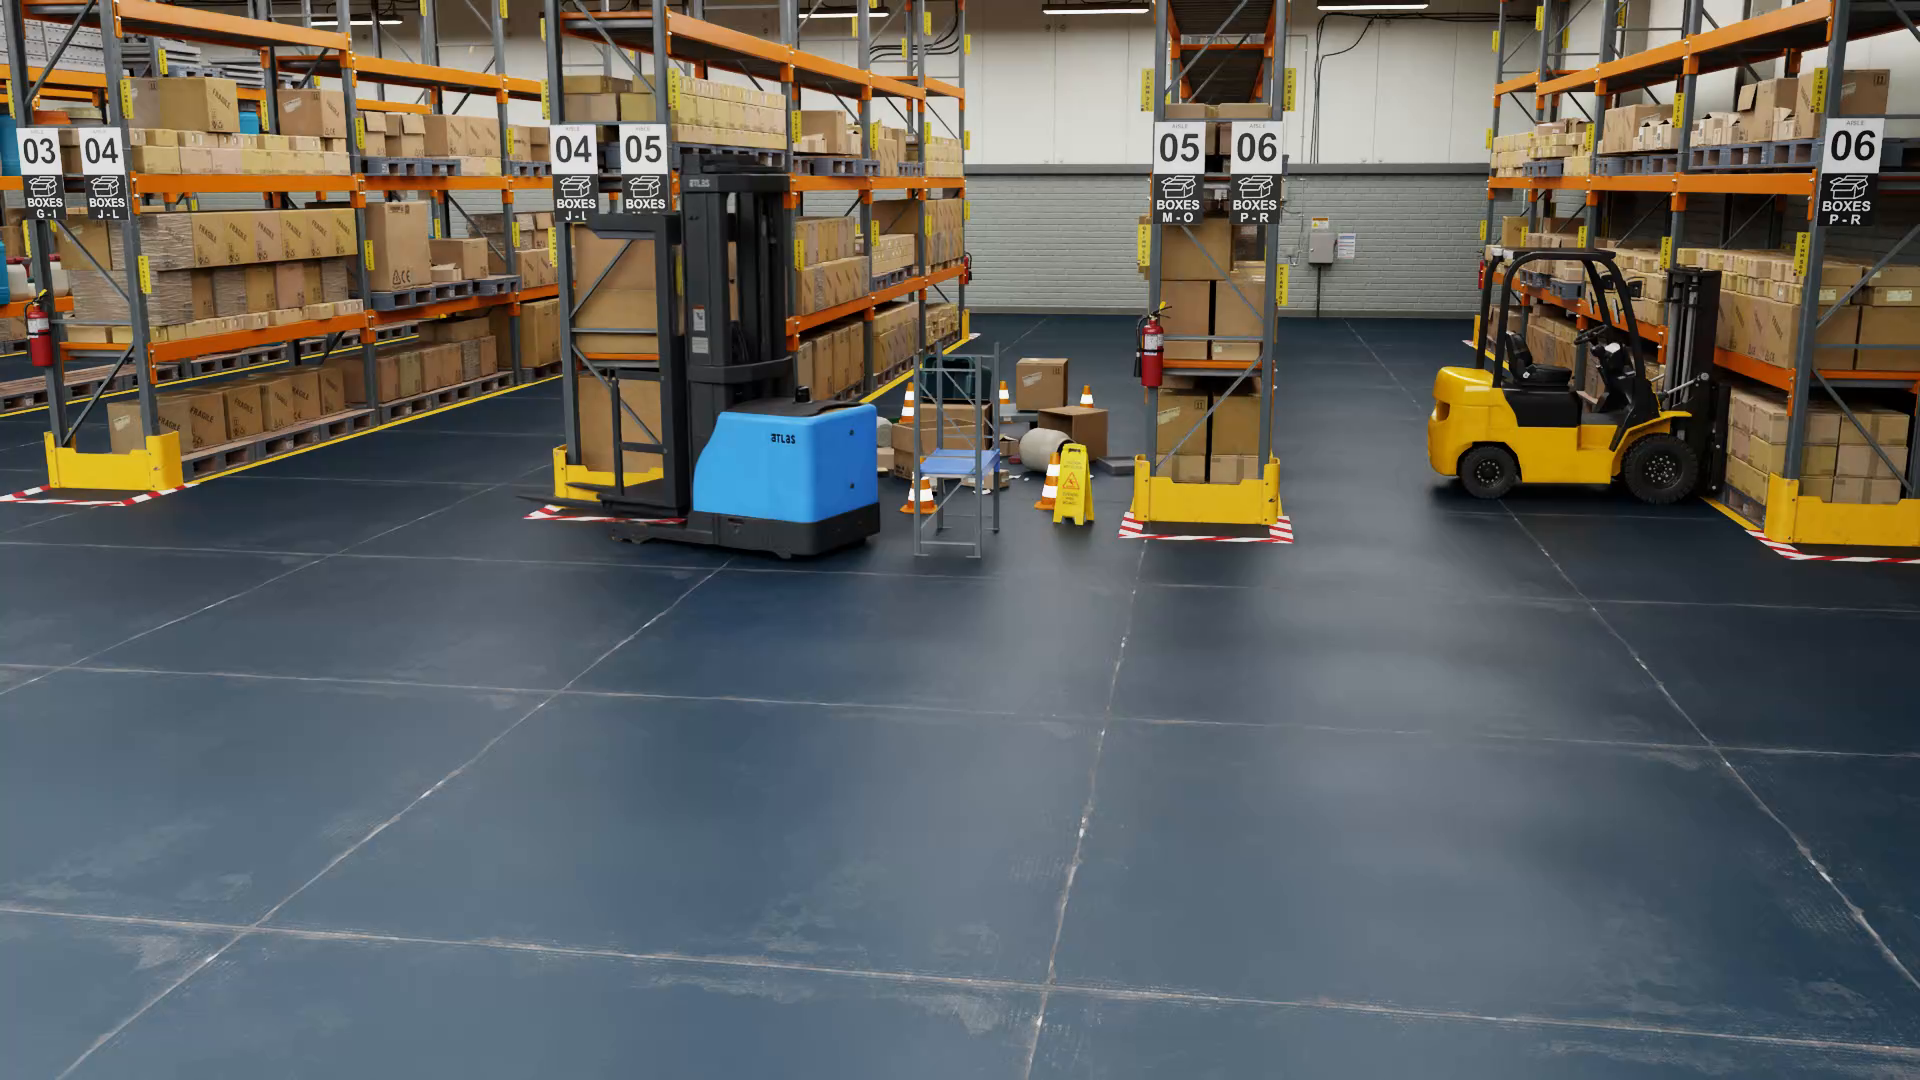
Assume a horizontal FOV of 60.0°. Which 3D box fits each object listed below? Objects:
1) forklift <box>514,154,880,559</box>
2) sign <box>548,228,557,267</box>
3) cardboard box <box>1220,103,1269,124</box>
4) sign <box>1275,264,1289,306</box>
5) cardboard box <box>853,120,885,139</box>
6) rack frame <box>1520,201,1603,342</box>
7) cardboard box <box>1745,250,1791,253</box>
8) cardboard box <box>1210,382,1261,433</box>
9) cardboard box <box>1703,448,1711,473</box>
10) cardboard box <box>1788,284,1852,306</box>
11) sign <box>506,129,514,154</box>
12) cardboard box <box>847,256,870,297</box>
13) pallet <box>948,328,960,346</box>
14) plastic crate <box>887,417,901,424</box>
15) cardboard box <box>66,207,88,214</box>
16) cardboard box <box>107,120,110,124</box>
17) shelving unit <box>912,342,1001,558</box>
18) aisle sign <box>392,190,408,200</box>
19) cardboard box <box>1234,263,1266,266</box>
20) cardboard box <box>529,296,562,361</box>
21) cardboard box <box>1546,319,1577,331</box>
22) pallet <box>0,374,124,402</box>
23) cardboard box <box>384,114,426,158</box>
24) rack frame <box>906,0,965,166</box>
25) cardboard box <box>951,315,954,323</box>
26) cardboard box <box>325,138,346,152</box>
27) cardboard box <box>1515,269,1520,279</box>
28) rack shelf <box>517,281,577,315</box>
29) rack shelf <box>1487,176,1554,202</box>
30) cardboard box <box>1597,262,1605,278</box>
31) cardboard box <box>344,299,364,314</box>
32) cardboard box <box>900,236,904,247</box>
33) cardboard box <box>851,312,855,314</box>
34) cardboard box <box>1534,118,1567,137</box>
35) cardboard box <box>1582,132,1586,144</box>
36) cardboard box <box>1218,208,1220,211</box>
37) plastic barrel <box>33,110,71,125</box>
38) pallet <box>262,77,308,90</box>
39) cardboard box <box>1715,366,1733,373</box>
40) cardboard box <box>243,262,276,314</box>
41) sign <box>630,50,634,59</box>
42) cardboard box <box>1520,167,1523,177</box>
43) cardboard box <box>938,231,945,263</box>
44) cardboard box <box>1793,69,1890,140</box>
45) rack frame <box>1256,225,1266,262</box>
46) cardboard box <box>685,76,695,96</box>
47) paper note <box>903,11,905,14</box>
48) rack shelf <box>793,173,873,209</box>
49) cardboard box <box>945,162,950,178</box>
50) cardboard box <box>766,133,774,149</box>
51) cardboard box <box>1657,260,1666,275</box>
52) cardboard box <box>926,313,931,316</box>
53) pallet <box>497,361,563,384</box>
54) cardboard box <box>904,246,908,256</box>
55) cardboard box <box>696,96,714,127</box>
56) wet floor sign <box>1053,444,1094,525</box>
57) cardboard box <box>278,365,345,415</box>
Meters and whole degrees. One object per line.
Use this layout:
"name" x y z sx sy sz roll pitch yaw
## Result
"forklift" -2.169 -1.492 12.957 3.031 2.935 1.130 6 14 27
"sign" -3.416 -2.469 14.017 0.100 0.325 0.005 2 12 9
"cardboard box" 2.281 -3.428 13.361 0.380 0.149 0.250 2 12 8
"sign" 2.561 -2.033 13.250 0.100 0.325 0.005 2 12 9
"cardboard box" -1.238 -5.558 22.489 0.396 0.266 0.258 2 12 9
"rack frame" 8.775 -3.965 24.271 1.000 3.000 0.127 2 12 9
"cardboard box" 7.715 -2.684 15.843 0.380 0.149 0.250 2 12 7
"cardboard box" 2.501 -1.128 14.855 0.500 0.500 0.500 1 12 7
"cardboard box" 6.919 -0.752 14.892 0.500 0.250 0.500 2 12 10
"cardboard box" 6.706 -1.914 12.978 0.380 0.149 0.250 2 12 9
"sign" -6.001 -5.314 22.186 0.100 0.325 0.005 2 12 9
"cardboard box" -1.456 -3.378 21.310 0.500 0.500 0.500 2 12 9
"pallet" -0.593 -3.550 28.965 1.003 0.211 1.213 2 12 9
"plastic crate" -0.999 -1.174 17.858 0.450 0.188 0.662 -3 8 40
"cardboard box" -15.280 -5.502 28.792 0.500 0.500 0.500 1 12 7
"cardboard box" -15.458 -7.187 29.491 0.700 0.500 0.500 2 12 9
"shelving unit" -0.013 -0.715 12.753 0.538 1.500 1.048 2 12 9
"aisle sign" -10.483 -6.735 30.952 0.394 0.787 0.004 2 12 9
"cardboard box" 2.745 -2.446 16.279 0.500 0.500 0.500 2 12 11
"cardboard box" -6.266 -3.108 24.343 1.225 0.875 0.875 2 12 9
"cardboard box" 8.359 -2.977 23.084 0.380 0.149 0.250 2 12 9
"pallet" -11.779 -1.997 21.761 1.003 0.211 1.213 2 12 9
"cardboard box" -6.838 -4.794 19.754 0.797 0.503 0.637 2 12 11
"rack frame" -0.421 -8.030 28.892 1.000 3.000 0.127 2 12 9
"cardboard box" -0.299 -3.827 28.694 0.380 0.149 0.250 1 12 6
"cardboard box" -6.917 -4.292 18.076 0.380 0.149 0.250 2 12 10
"cardboard box" 8.610 -4.026 25.153 0.380 0.149 0.250 2 12 10
"rack shelf" -6.230 -3.678 24.647 1.077 0.370 4.000 2 12 9
"rack shelf" 9.083 -5.496 25.962 1.077 0.370 4.000 2 12 9
"cardboard box" 7.772 -3.115 19.495 0.500 0.250 0.500 2 12 10
"cardboard box" -6.895 -2.604 18.551 0.380 0.149 0.250 2 12 9
"cardboard box" -1.028 -4.383 24.400 0.380 0.149 0.250 2 12 8
"cardboard box" -1.739 -3.038 23.126 0.500 0.250 0.500 2 12 9
"cardboard box" 8.384 -5.859 23.613 0.396 0.266 0.258 2 12 8
"cardboard box" 8.056 -5.055 20.913 0.380 0.149 0.250 1 12 7
"cardboard box" 4.646 -5.387 28.260 0.500 0.500 0.500 2 12 11
"plastic barrel" -11.872 -5.150 21.631 0.600 0.830 0.708 2 12 9
"pallet" -10.913 -7.078 25.874 1.003 0.211 1.213 2 12 9
"cardboard box" 7.660 -1.541 16.179 0.500 0.250 0.500 2 12 10
"cardboard box" -7.489 -2.570 16.856 0.875 0.500 0.500 2 12 9
"sign" -5.854 -8.765 29.709 0.100 0.325 0.005 2 12 9
"cardboard box" 8.672 -5.550 25.104 0.380 0.149 0.250 2 12 8
"cardboard box" -0.529 -4.760 27.019 0.500 0.500 0.500 2 12 7
"cardboard box" 6.757 -3.336 12.763 0.500 0.500 0.500 2 12 11
"rack frame" 2.640 -2.460 17.286 1.000 3.000 0.127 2 12 9
"cardboard box" -2.477 -3.865 14.157 0.380 0.149 0.250 2 12 9
"paper note" -0.959 -9.031 28.478 0.001 0.032 0.123 2 12 9
"rack shelf" -1.959 -4.130 19.624 1.077 0.370 4.000 2 12 9
"cardboard box" -0.453 -6.066 27.257 0.500 0.250 0.500 2 12 11
"cardboard box" -2.084 -4.004 16.695 0.380 0.149 0.250 2 12 10
"cardboard box" 7.400 -2.798 17.080 0.380 0.149 0.250 2 12 8
"cardboard box" -0.670 -3.596 26.919 0.380 0.149 0.250 2 12 7
"pallet" -6.341 -2.412 23.684 1.003 0.211 1.213 2 12 9
"cardboard box" -0.983 -4.296 24.703 0.380 0.149 0.250 2 12 11
"cardboard box" -2.477 -3.757 14.601 0.500 0.250 0.500 2 12 8
"wet floor sign" 0.938 -0.471 13.648 0.267 0.644 0.232 7 14 28
"cardboard box" -7.253 -1.682 18.615 0.500 0.500 0.500 1 12 7
